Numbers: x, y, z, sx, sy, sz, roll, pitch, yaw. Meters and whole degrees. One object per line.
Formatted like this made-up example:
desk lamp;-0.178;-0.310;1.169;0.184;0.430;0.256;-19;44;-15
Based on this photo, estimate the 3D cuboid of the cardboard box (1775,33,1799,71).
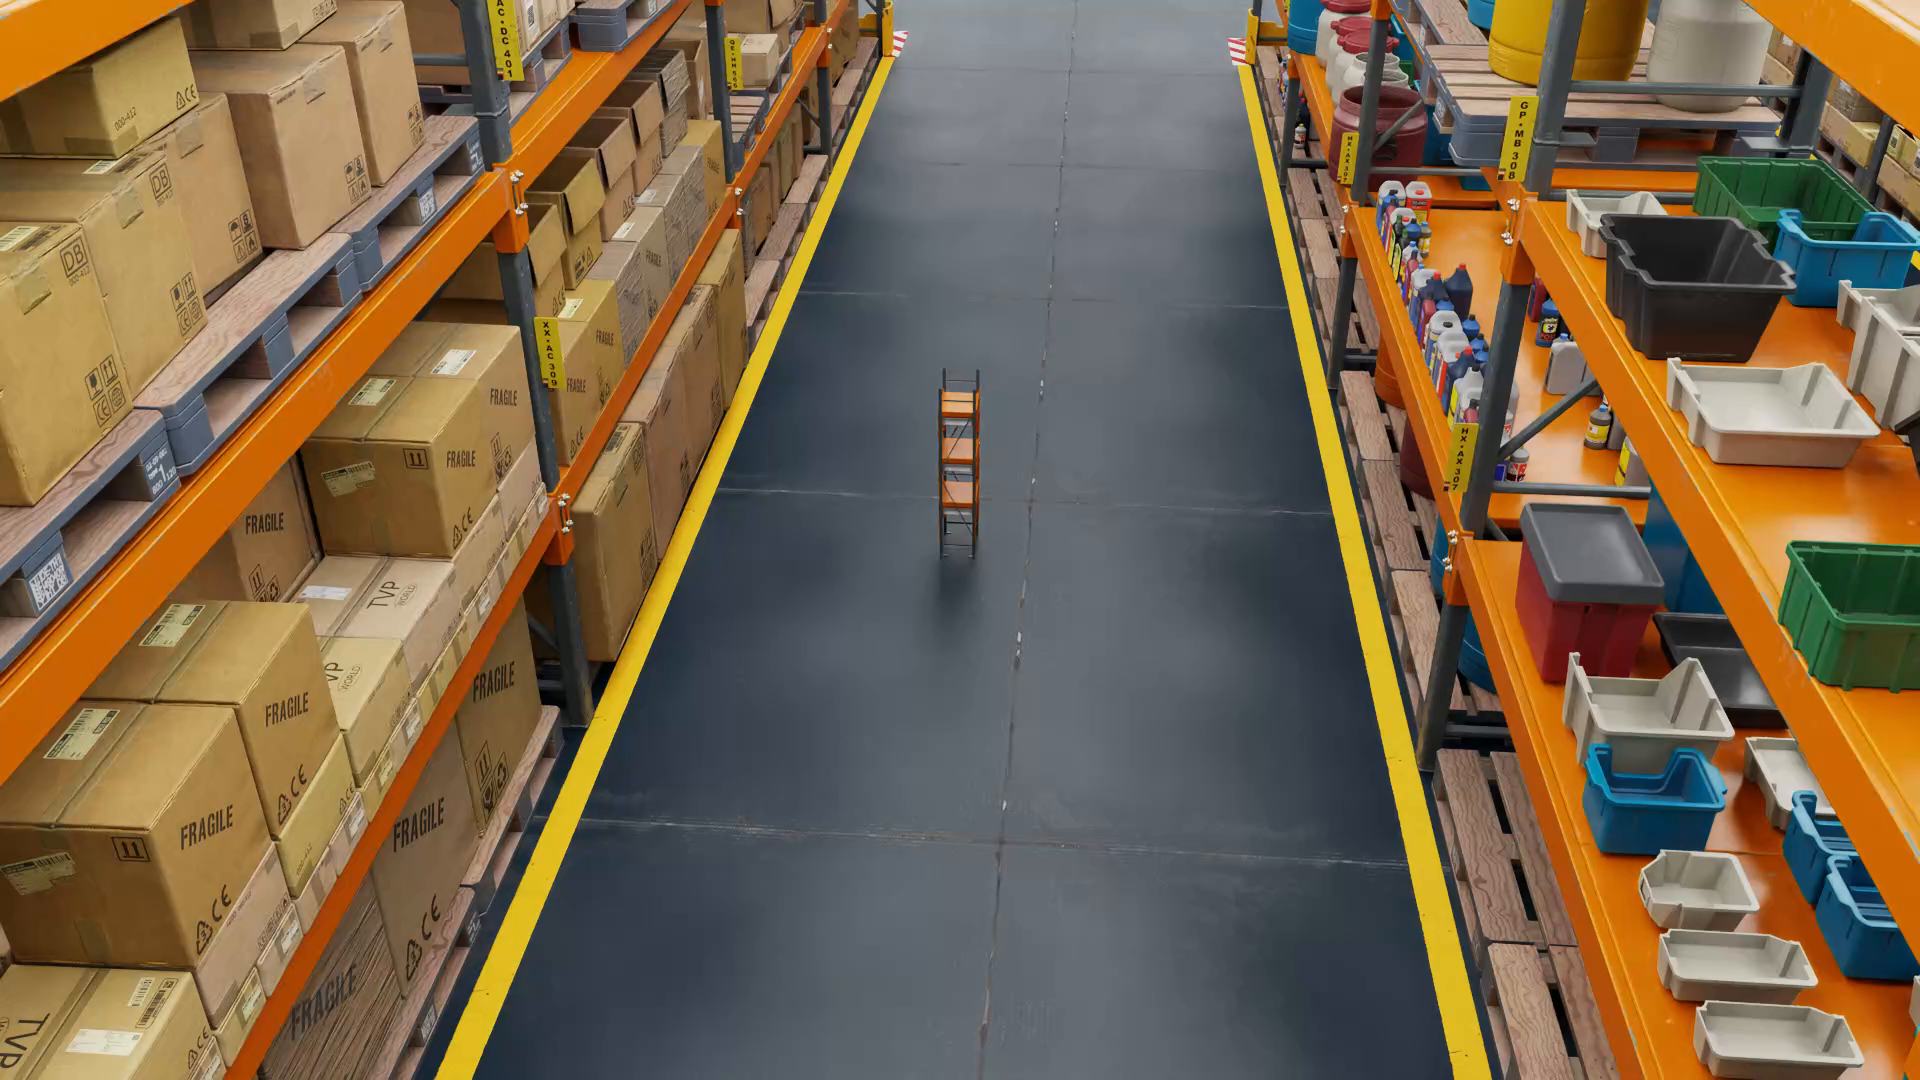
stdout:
cardboard box;8.226;-4.795;15.958;0.500;0.500;0.500;2;32;4

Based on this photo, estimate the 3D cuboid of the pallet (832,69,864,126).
pallet;-1.525;-4.401;16.471;1.003;0.211;1.213;2;32;4

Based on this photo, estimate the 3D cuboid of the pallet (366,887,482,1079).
pallet;-2.529;1.809;6.395;1.003;0.211;1.213;2;32;4

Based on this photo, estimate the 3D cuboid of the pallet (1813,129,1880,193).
pallet;8.339;-3.398;14.842;1.003;0.211;1.213;2;32;4

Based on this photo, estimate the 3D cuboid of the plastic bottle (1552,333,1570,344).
plastic bottle;3.030;-0.943;8.391;0.097;0.201;0.097;0;32;0

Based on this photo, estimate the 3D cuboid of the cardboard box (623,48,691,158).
cardboard box;-2.042;-2.592;9.826;0.797;0.503;0.637;3;32;6

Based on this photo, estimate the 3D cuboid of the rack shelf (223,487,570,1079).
rack shelf;-2.455;0.939;5.832;1.077;0.370;4.000;2;32;4

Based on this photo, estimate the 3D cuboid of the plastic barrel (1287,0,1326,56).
plastic barrel;2.962;-4.409;13.347;0.600;0.901;0.708;2;32;4

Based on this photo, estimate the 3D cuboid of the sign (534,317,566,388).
sign;-1.739;-0.792;7.056;0.100;0.325;0.005;2;32;4

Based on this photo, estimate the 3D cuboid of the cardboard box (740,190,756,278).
cardboard box;-1.899;-2.269;12.316;0.700;0.500;0.500;0;32;0

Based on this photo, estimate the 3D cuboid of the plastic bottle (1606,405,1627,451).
plastic bottle;3.092;-0.565;7.707;0.152;0.276;0.135;2;32;4

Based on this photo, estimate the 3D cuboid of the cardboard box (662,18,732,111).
cardboard box;-2.016;-3.306;11.540;0.700;0.500;0.500;7;32;11

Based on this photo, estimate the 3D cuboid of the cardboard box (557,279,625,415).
cardboard box;-1.965;-0.948;8.114;0.500;0.500;0.500;3;32;4

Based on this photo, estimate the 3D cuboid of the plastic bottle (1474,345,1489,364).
plastic bottle;2.551;-0.825;8.133;0.097;0.271;0.097;0;32;0

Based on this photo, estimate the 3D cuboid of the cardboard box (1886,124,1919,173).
cardboard box;7.951;-3.212;13.570;0.500;0.311;0.500;3;32;4

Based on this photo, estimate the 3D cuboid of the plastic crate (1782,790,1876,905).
plastic crate;2.799;0.976;5.190;0.416;0.233;0.300;2;32;4

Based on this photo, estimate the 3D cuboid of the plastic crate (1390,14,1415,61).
plastic crate;3.516;-3.787;12.832;0.392;0.384;0.575;2;32;4

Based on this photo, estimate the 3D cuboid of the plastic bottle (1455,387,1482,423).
plastic bottle;2.384;-0.559;7.697;0.152;0.276;0.135;2;32;4

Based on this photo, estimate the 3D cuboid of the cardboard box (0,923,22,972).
cardboard box;-2.801;1.086;4.768;0.500;0.250;0.500;2;32;3

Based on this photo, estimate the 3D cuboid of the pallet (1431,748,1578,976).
pallet;2.623;1.372;7.102;1.003;0.211;1.213;2;32;4

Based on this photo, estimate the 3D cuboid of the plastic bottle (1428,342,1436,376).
plastic bottle;2.418;-0.923;8.359;0.097;0.201;0.097;0;32;0

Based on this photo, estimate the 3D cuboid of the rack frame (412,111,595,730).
rack frame;-2.292;-0.413;7.341;1.000;3.000;0.127;2;32;4

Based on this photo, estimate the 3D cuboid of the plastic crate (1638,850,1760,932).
plastic crate;2.247;1.090;5.097;0.298;0.136;0.250;2;32;4

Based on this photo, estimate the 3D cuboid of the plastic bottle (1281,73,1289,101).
plastic bottle;3.127;-4.335;15.887;0.097;0.271;0.097;0;32;0

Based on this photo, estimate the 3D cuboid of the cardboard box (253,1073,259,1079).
cardboard box;-2.645;2.067;4.943;0.875;0.875;0.875;2;32;4

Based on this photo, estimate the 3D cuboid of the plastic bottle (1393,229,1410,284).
plastic bottle;2.500;-1.600;9.378;0.061;0.283;0.133;2;32;4

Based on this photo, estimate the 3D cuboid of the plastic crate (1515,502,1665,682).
plastic crate;2.322;0.202;6.225;0.402;0.464;0.583;2;32;4

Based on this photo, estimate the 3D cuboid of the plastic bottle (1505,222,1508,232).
plastic bottle;3.335;-1.919;9.974;0.097;0.201;0.097;0;32;0

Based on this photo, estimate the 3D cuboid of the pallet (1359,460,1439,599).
pallet;2.846;-0.055;9.419;1.003;0.211;1.213;2;32;4

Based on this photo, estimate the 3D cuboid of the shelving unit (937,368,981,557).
shelving unit;-0.004;-0.419;9.209;0.215;1.050;0.252;2;32;4

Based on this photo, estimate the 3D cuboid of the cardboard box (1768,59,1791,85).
cardboard box;8.215;-4.477;16.156;0.500;0.250;0.500;2;32;4

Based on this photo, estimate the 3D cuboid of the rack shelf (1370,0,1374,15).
rack shelf;3.133;-4.309;11.490;1.077;0.370;4.000;2;32;4

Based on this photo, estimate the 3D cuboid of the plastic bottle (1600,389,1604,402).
plastic bottle;3.172;-0.789;8.063;0.061;0.283;0.133;2;32;4

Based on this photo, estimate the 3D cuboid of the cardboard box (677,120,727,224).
cardboard box;-1.760;-2.278;10.273;0.500;0.500;0.500;3;32;5

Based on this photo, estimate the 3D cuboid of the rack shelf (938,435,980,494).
rack shelf;-0.004;-0.410;9.215;0.215;0.259;0.240;2;32;4

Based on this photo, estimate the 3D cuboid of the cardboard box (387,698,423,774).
cardboard box;-2.116;0.673;5.819;0.380;0.149;0.250;3;32;5

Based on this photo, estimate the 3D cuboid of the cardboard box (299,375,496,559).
cardboard box;-2.108;-0.281;6.272;0.500;0.500;0.500;3;32;4

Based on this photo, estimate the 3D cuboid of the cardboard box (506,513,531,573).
cardboard box;-2.011;0.003;6.906;0.380;0.149;0.250;3;32;5

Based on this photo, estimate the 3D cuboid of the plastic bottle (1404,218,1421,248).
plastic bottle;2.599;-1.721;9.587;0.097;0.271;0.097;0;32;0

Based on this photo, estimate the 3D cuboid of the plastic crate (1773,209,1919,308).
plastic crate;2.889;-0.917;5.460;0.416;0.233;0.300;2;32;4

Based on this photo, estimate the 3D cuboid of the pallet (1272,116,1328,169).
pallet;3.392;-3.547;15.084;1.003;0.211;1.213;2;32;4

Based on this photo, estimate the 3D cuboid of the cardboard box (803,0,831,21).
cardboard box;-1.323;-4.588;14.356;0.380;0.149;0.250;2;32;4

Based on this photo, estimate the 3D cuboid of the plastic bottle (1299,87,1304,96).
plastic bottle;3.103;-4.062;15.368;0.144;0.351;0.185;2;32;4

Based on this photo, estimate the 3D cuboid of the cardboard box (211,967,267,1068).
cardboard box;-2.220;1.346;4.726;0.380;0.149;0.250;2;32;3

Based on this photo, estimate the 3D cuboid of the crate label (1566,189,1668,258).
crate label;2.317;-1.122;5.884;0.293;0.136;0.466;2;32;4

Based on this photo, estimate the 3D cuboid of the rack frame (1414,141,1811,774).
rack frame;2.644;-0.201;6.997;1.000;3.000;0.127;2;32;4

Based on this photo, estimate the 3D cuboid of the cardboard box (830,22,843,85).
cardboard box;-1.467;-4.836;16.500;0.500;0.500;0.500;5;32;9

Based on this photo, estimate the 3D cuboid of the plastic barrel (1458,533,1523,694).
plastic barrel;2.706;0.230;7.898;0.600;0.901;0.708;2;32;4

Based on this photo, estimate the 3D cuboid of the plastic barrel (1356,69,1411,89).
plastic barrel;2.841;-2.887;11.250;0.421;0.512;0.421;0;32;0

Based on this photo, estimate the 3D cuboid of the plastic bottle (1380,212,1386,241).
plastic bottle;2.568;-1.885;9.920;0.097;0.201;0.097;0;32;0

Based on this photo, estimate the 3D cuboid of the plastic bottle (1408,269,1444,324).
plastic bottle;2.500;-1.302;8.902;0.152;0.276;0.135;2;32;4

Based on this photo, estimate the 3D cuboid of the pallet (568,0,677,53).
pallet;-2.054;-2.777;8.498;1.003;0.211;1.213;4;32;6

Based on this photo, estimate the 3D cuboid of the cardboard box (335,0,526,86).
cardboard box;-2.255;-2.215;6.910;0.700;0.500;0.500;3;32;5

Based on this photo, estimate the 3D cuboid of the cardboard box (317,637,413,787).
cardboard box;-2.192;0.569;5.607;0.500;0.250;0.500;2;32;3

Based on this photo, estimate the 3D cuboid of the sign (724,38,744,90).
sign;-1.413;-2.975;10.395;0.100;0.325;0.005;2;32;4

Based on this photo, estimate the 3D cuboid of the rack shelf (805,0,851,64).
rack shelf;-1.478;-5.335;16.014;1.077;0.370;4.000;2;32;4

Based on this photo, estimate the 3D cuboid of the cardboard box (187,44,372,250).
cardboard box;-2.344;-1.261;5.267;0.700;0.500;0.500;4;32;6

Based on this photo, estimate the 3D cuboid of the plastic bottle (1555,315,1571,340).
plastic bottle;3.189;-1.196;8.660;0.144;0.351;0.185;2;32;4
